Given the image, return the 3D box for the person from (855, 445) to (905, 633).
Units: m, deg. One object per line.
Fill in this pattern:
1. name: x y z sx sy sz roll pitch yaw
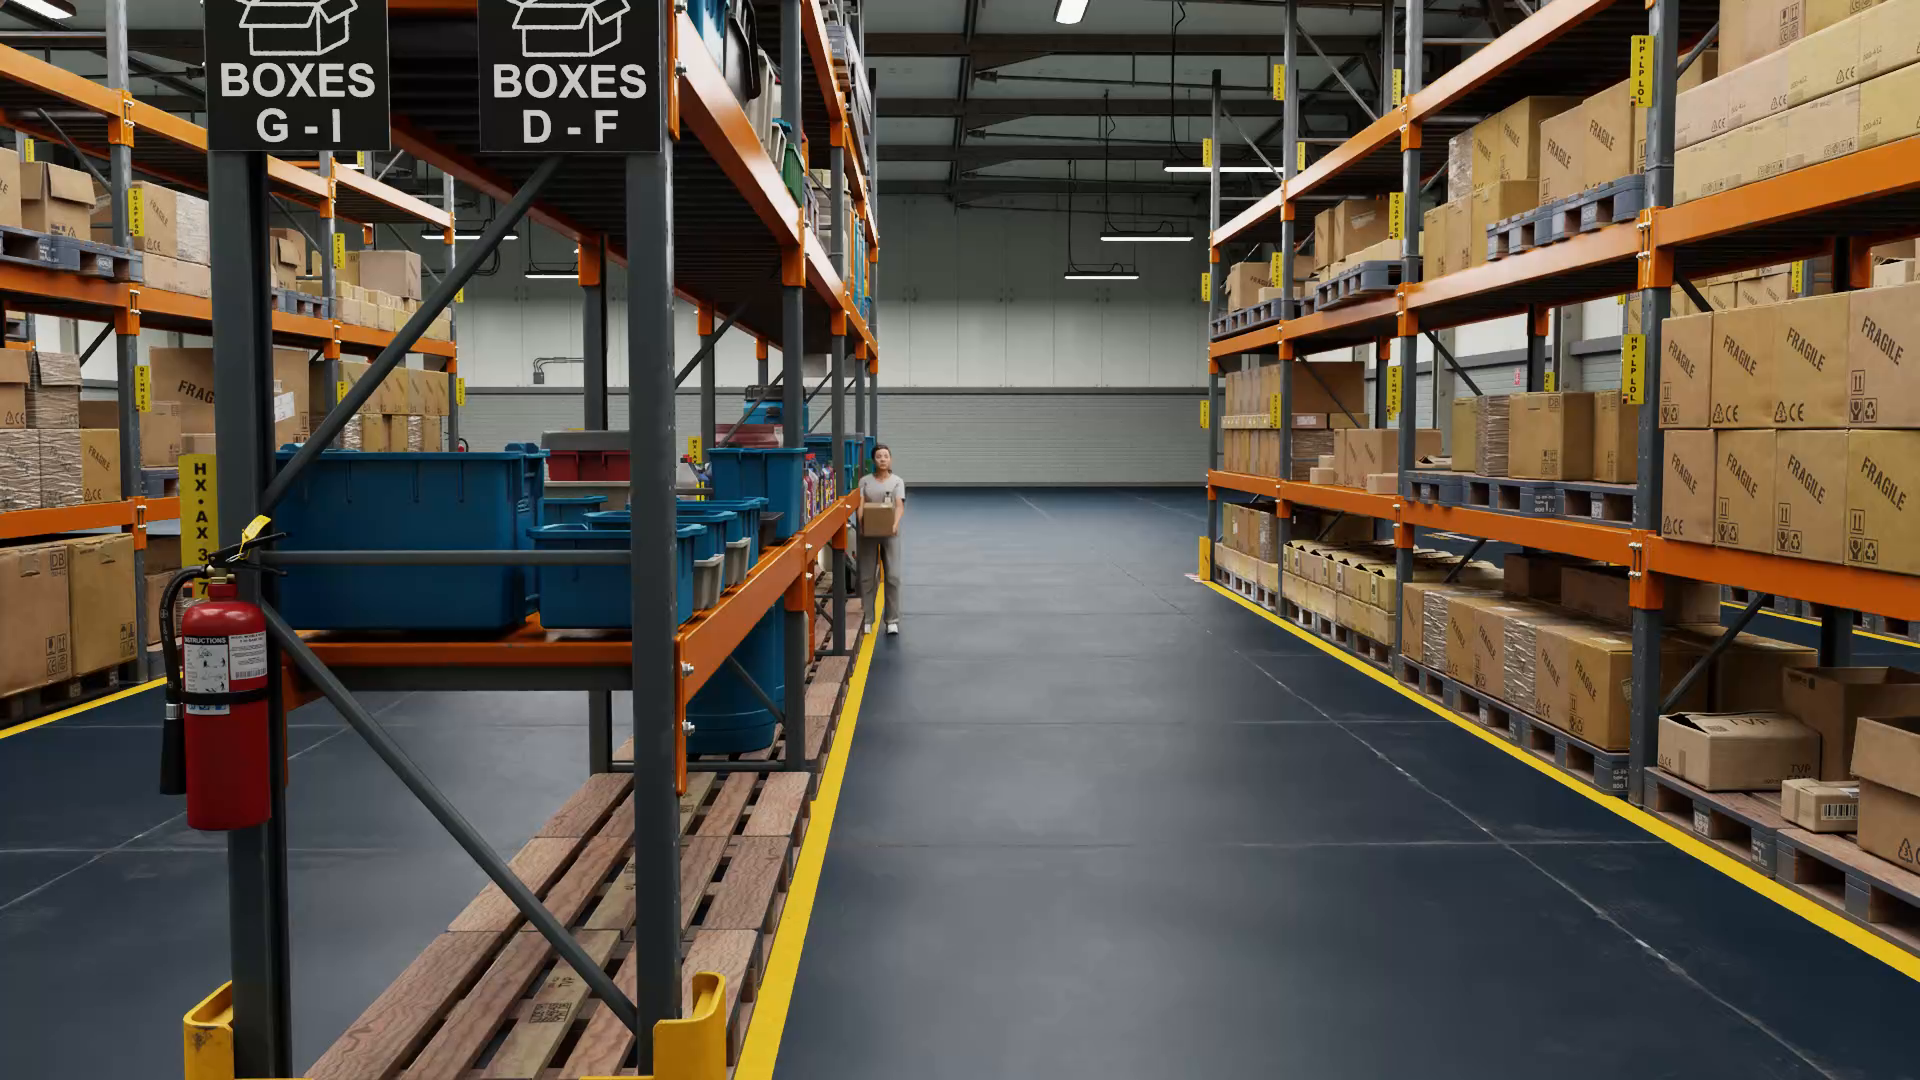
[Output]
1. person: -0.702 -0.006 14.639 0.438 1.661 0.553 0 4 -1
